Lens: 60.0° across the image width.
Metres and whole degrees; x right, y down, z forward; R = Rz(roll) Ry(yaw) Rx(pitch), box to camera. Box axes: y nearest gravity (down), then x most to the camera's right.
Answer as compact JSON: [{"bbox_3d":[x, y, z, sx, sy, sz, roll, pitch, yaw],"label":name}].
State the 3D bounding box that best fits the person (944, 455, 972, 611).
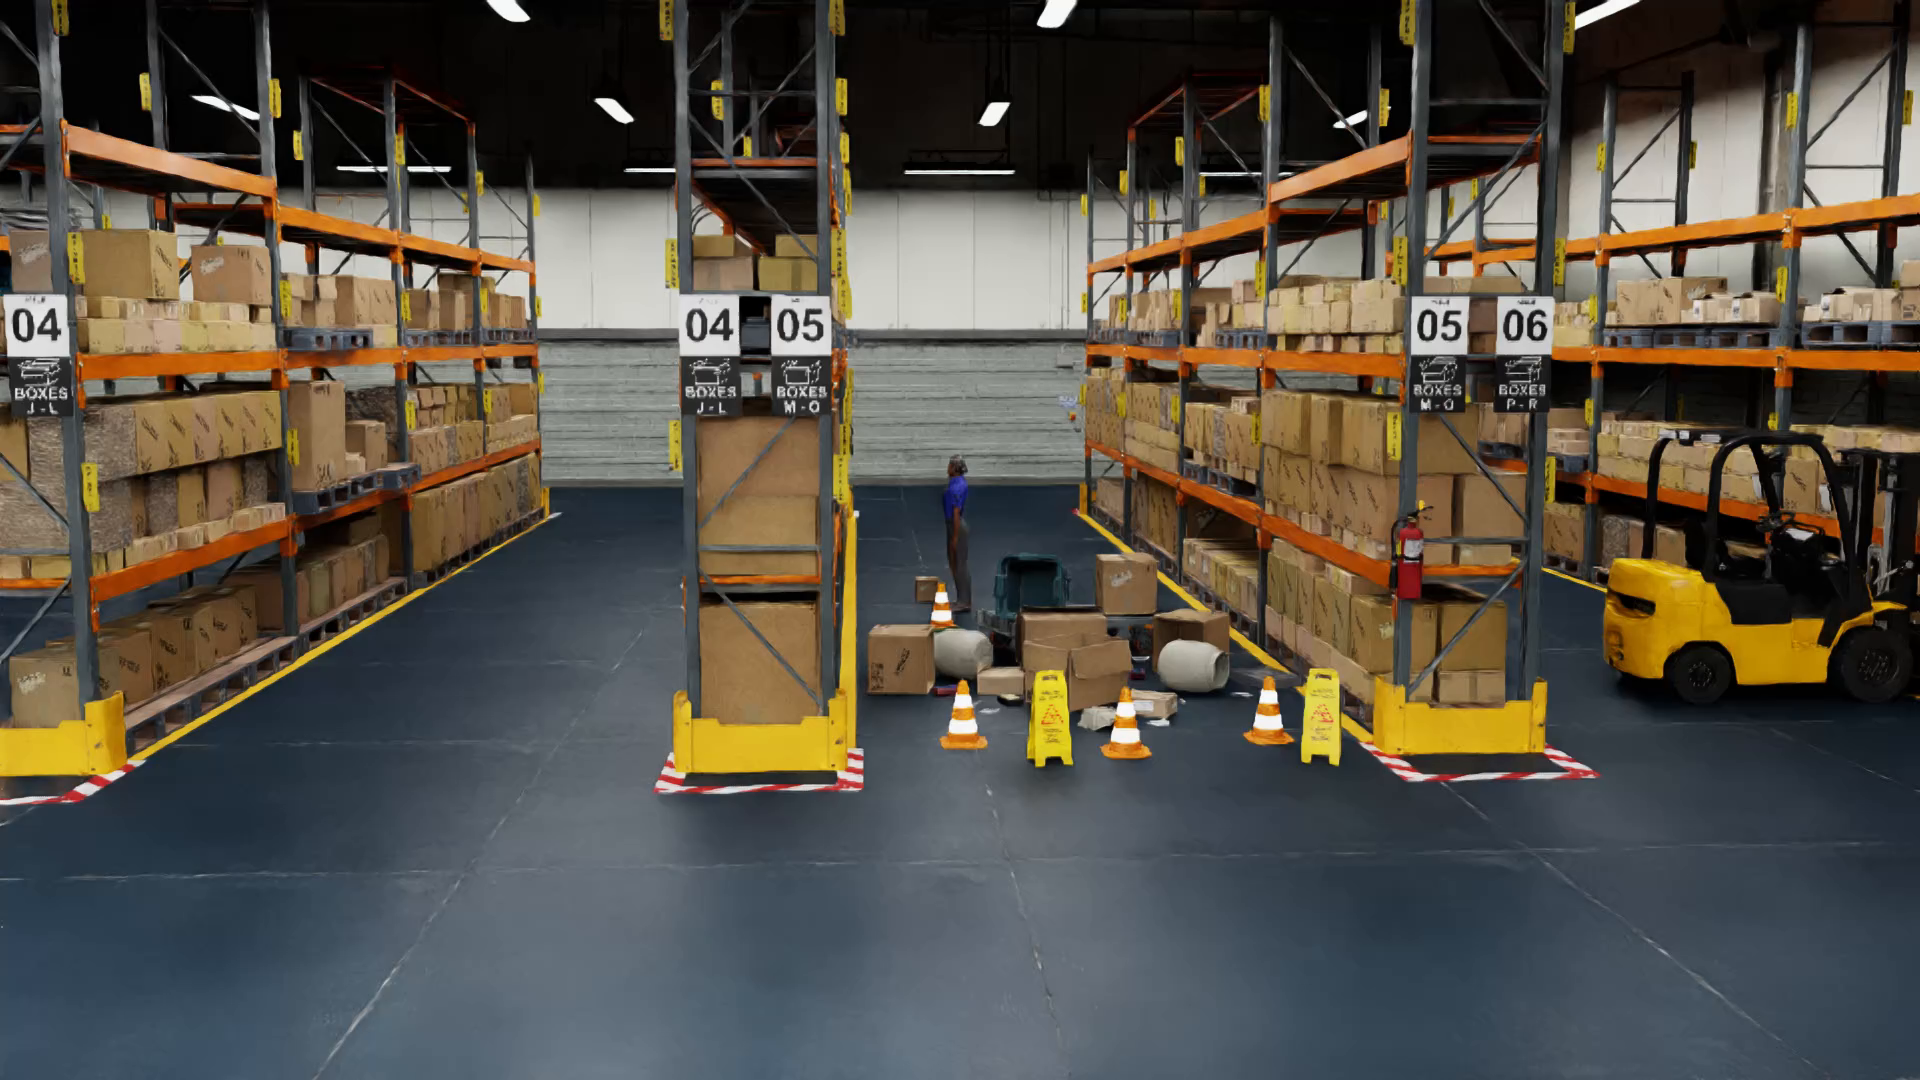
[{"bbox_3d":[-0.022,-0.073,17.768,0.295,1.666,0.565,0,7,2],"label":"person"}]
